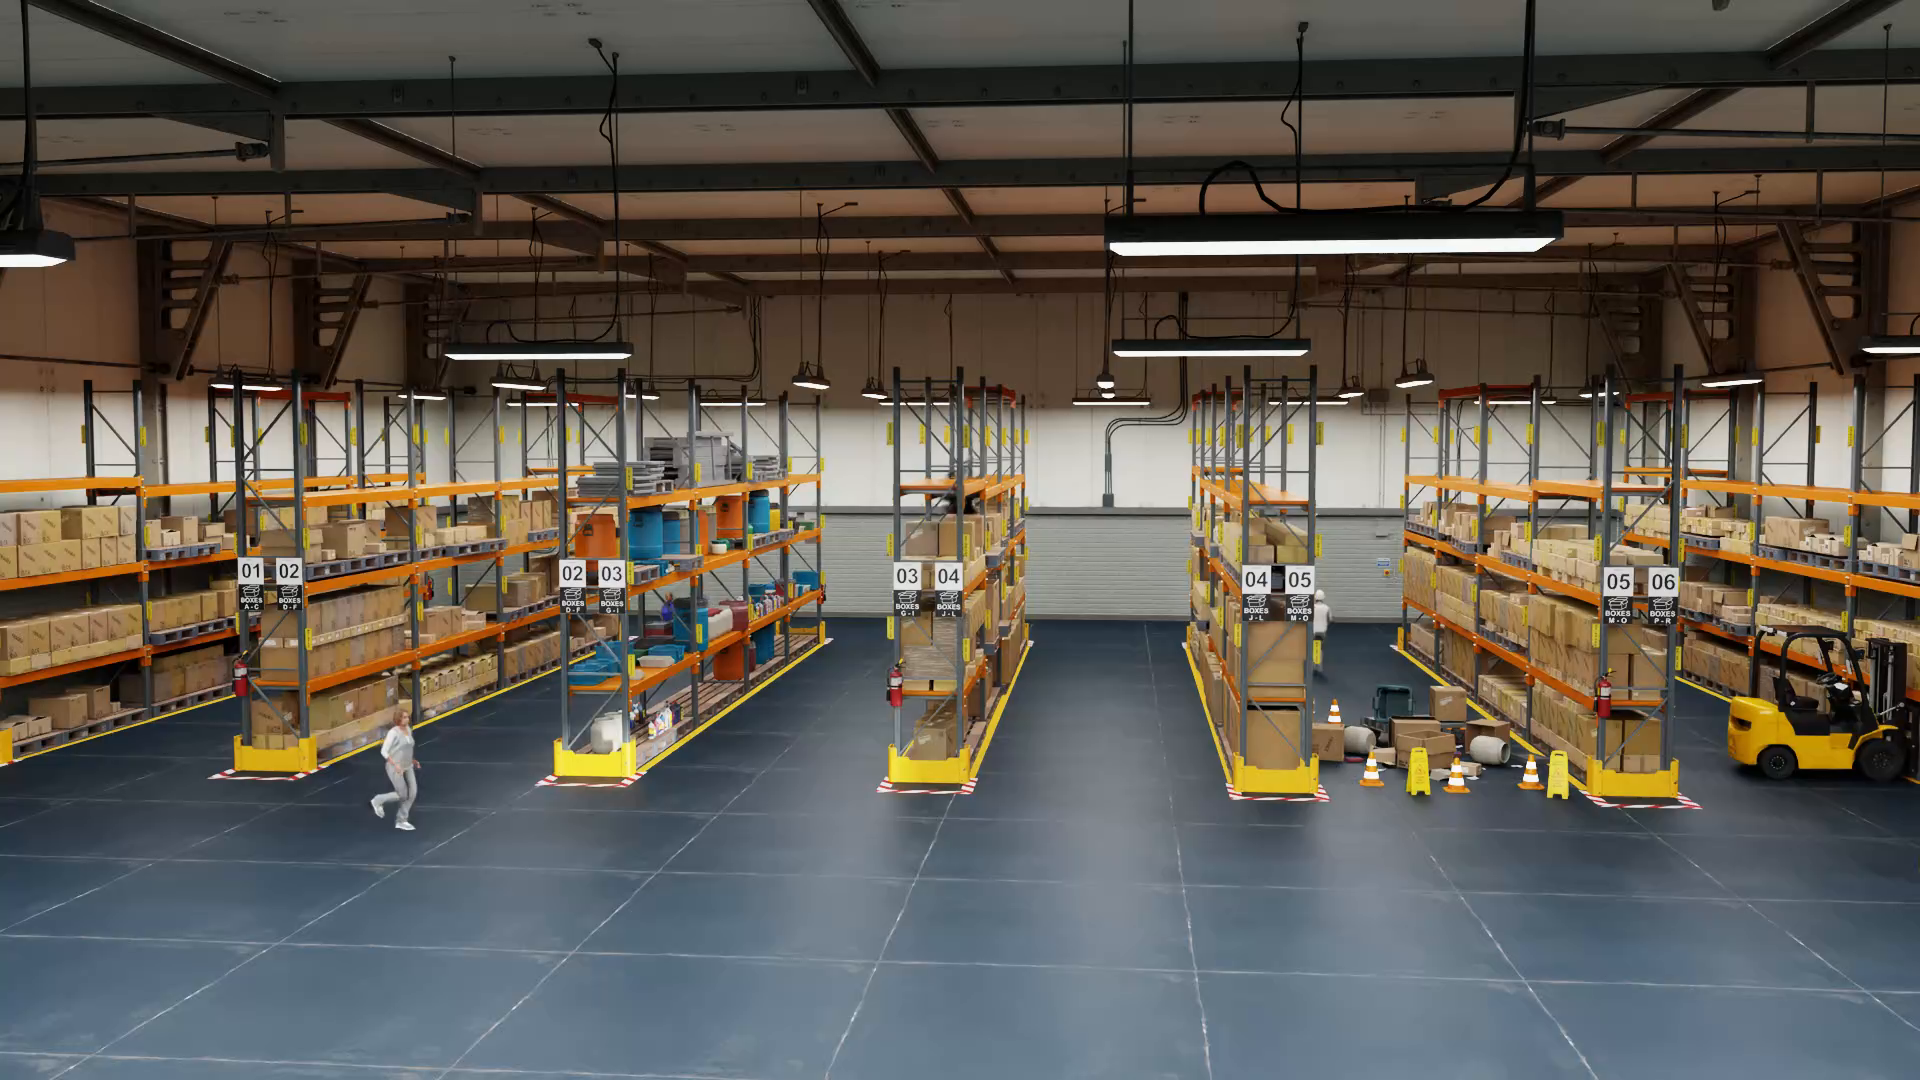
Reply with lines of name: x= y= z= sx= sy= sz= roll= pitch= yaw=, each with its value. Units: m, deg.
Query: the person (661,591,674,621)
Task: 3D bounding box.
person: x=-6.208 y=1.929 z=35.839 sx=0.573 sy=1.653 sz=0.846 roll=1 pitch=4 yaw=13

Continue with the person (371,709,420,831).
person: x=-7.202 y=2.917 z=21.209 sx=0.598 sy=1.554 sz=0.522 roll=1 pitch=4 yaw=23

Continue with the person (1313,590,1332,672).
person: x=7.588 y=1.927 z=35.429 sx=0.669 sy=1.734 sz=0.618 roll=0 pitch=4 yaw=2

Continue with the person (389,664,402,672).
person: x=-11.121 y=2.135 z=32.852 sx=0.601 sy=1.652 sz=0.543 roll=0 pitch=4 yaw=-2
